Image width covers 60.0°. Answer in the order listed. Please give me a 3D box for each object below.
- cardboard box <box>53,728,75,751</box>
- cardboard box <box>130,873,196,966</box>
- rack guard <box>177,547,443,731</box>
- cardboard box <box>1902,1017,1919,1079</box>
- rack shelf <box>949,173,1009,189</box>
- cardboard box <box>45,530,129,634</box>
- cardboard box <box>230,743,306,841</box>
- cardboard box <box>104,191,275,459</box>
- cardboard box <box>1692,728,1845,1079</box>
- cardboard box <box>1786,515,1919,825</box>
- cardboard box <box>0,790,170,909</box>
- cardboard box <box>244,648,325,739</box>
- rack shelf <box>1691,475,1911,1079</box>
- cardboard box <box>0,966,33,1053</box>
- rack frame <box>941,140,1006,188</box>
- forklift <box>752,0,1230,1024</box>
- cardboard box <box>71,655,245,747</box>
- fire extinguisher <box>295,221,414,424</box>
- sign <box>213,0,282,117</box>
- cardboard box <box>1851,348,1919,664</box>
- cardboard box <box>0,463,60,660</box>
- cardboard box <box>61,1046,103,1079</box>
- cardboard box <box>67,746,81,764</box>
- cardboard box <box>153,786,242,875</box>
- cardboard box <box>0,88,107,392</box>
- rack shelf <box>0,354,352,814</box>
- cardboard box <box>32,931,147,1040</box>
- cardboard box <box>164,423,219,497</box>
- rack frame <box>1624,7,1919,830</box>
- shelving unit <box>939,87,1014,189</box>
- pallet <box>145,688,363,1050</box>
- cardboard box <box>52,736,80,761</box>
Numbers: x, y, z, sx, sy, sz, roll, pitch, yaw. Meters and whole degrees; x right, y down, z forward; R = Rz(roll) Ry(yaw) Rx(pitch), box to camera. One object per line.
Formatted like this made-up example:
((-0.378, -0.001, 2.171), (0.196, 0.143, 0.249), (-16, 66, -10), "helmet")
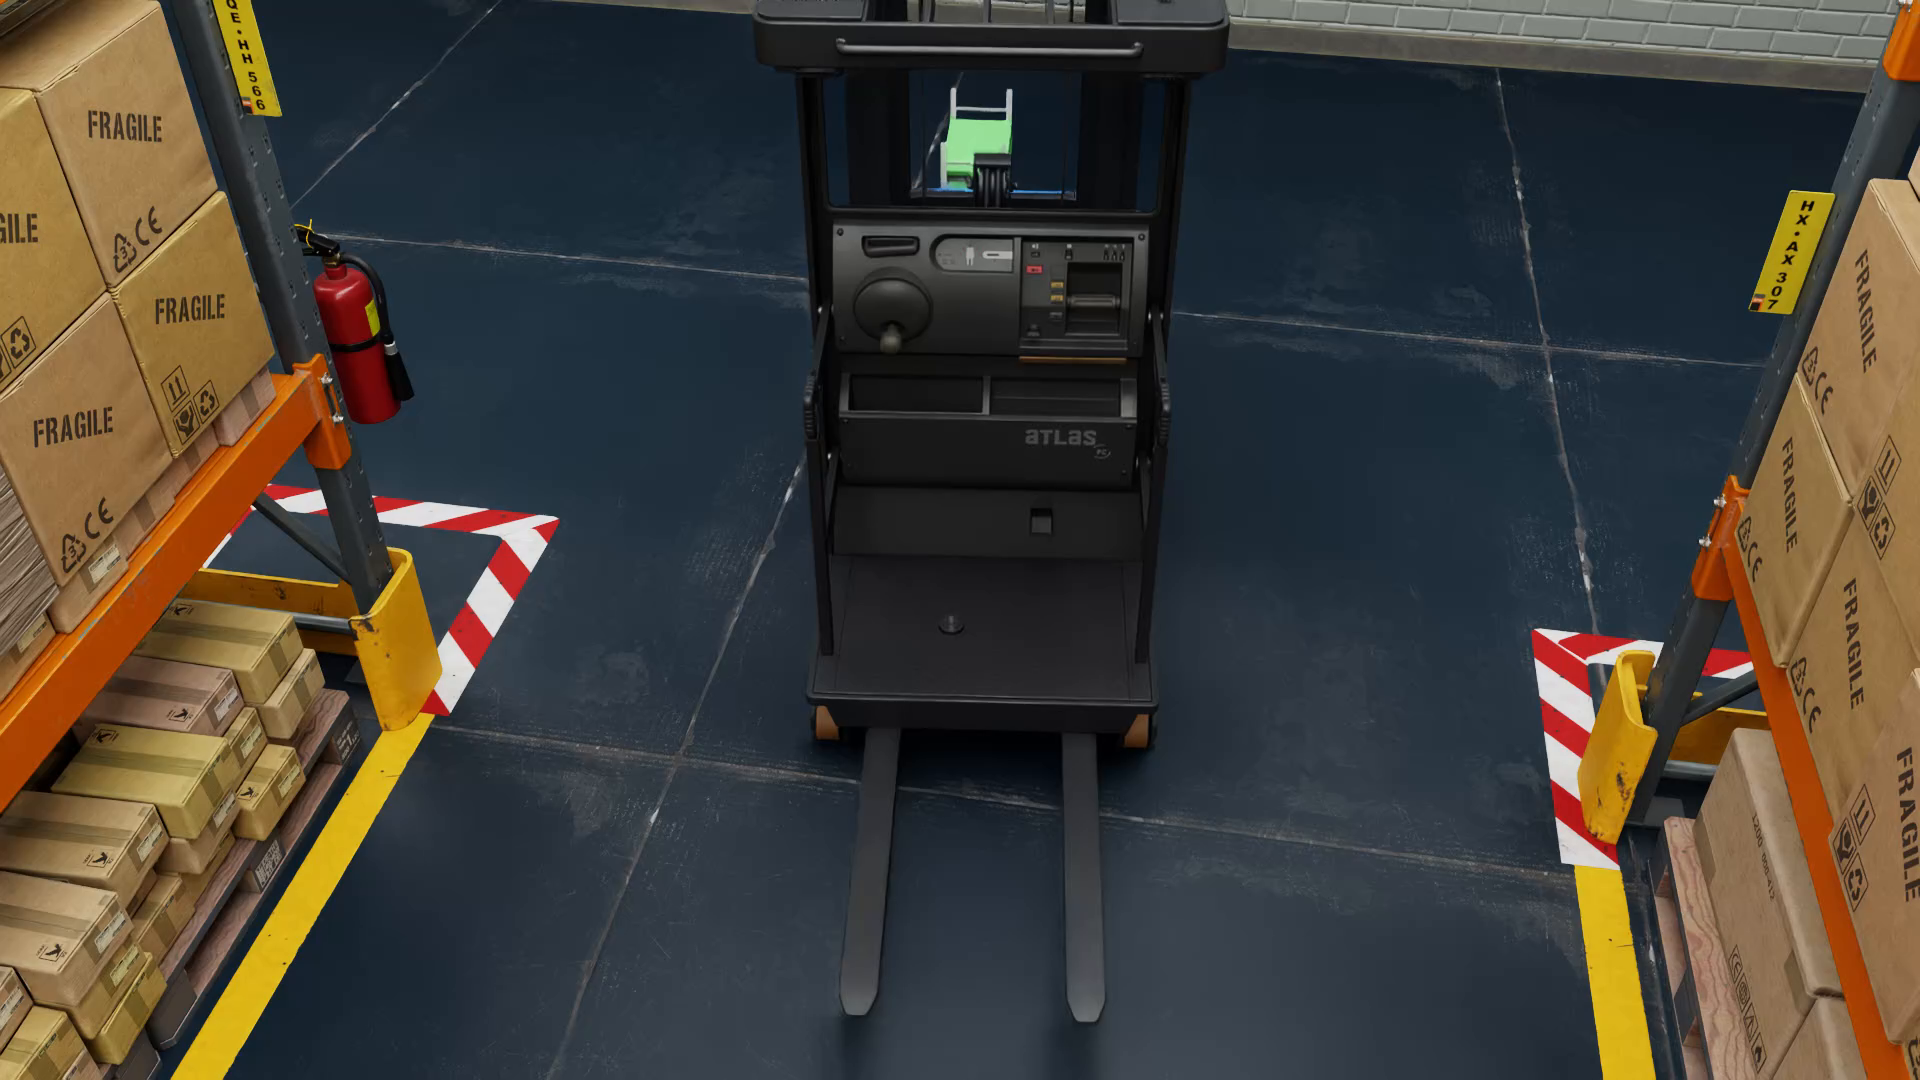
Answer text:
((-2.711, 0.447, 4.797), (0.380, 0.149, 0.250), (7, 40, 8), "cardboard box")
((-2.348, 1.037, 4.550), (0.380, 0.149, 0.250), (7, 40, 8), "cardboard box")
((-2.370, 0.272, 5.528), (1.175, 0.500, 0.348), (6, 40, 8), "rack guard")
((1.934, 0.929, 2.694), (0.500, 0.500, 0.500), (8, 40, 9), "cardboard box")
((0.067, -1.283, 6.575), (0.258, 0.148, 0.480), (3, 38, 3), "rack shelf")
((-2.265, 0.068, 4.011), (0.380, 0.149, 0.250), (7, 40, 9), "cardboard box")
((-2.187, 0.724, 4.928), (0.380, 0.149, 0.250), (8, 40, 9), "cardboard box")
((-2.181, -0.581, 4.287), (0.500, 0.500, 0.500), (7, 40, 9), "cardboard box")
((2.520, 0.995, 4.374), (0.875, 0.438, 0.875), (5, 40, 6), "cardboard box")
((2.110, 0.295, 3.460), (0.500, 0.500, 0.500), (6, 40, 7), "cardboard box")
((-2.326, 0.813, 4.354), (0.380, 0.149, 0.250), (5, 40, 6), "cardboard box")
((-2.167, 0.446, 5.031), (0.380, 0.149, 0.250), (5, 40, 6), "cardboard box")
((2.190, 1.276, 2.917), (1.077, 0.370, 4.000), (6, 40, 8), "rack shelf")
((-2.472, 1.140, 3.957), (0.380, 0.149, 0.250), (5, 40, 6), "cardboard box")
((0.049, -0.993, 6.493), (0.240, 1.200, 0.015), (3, 38, 3), "rack frame")
((0.083, -0.662, 4.751), (1.130, 2.935, 3.031), (1, 40, 2), "forklift")
((-2.299, 0.480, 4.756), (0.380, 0.149, 0.250), (7, 40, 9), "cardboard box")
((-1.859, -0.672, 5.063), (0.296, 0.674, 0.183), (6, 40, 8), "fire extinguisher")
((-1.814, -1.233, 4.231), (0.100, 0.325, 0.005), (6, 40, 8), "sign")
((2.090, -0.085, 3.136), (0.500, 0.500, 0.500), (5, 40, 6), "cardboard box")
((-2.354, 0.060, 3.511), (0.500, 0.500, 0.500), (7, 40, 8), "cardboard box")
((-2.397, 1.373, 4.143), (0.380, 0.149, 0.250), (7, 40, 9), "cardboard box")
((-2.727, 0.665, 4.999), (0.380, 0.149, 0.250), (6, 40, 7), "cardboard box")
((-2.255, 0.773, 4.636), (0.380, 0.149, 0.250), (5, 40, 6), "cardboard box")
((-2.279, -0.645, 3.579), (0.500, 0.500, 0.500), (5, 40, 6), "cardboard box")
((-2.703, 0.794, 3.500), (1.077, 0.370, 4.000), (6, 40, 8), "rack shelf")
((-2.332, 1.099, 4.241), (0.380, 0.149, 0.250), (7, 40, 8), "cardboard box")
((-2.215, -0.254, 4.400), (0.380, 0.149, 0.250), (6, 40, 8), "cardboard box")
((2.536, -0.256, 4.206), (1.000, 3.000, 0.127), (6, 40, 8), "rack frame")
((0.067, -1.144, 6.684), (0.258, 1.200, 0.503), (3, 38, 3), "shelving unit")
((-2.545, 0.890, 5.008), (1.003, 0.211, 1.213), (6, 40, 8), "pallet")
((-2.803, 0.550, 4.905), (0.380, 0.149, 0.250), (6, 40, 7), "cardboard box")
